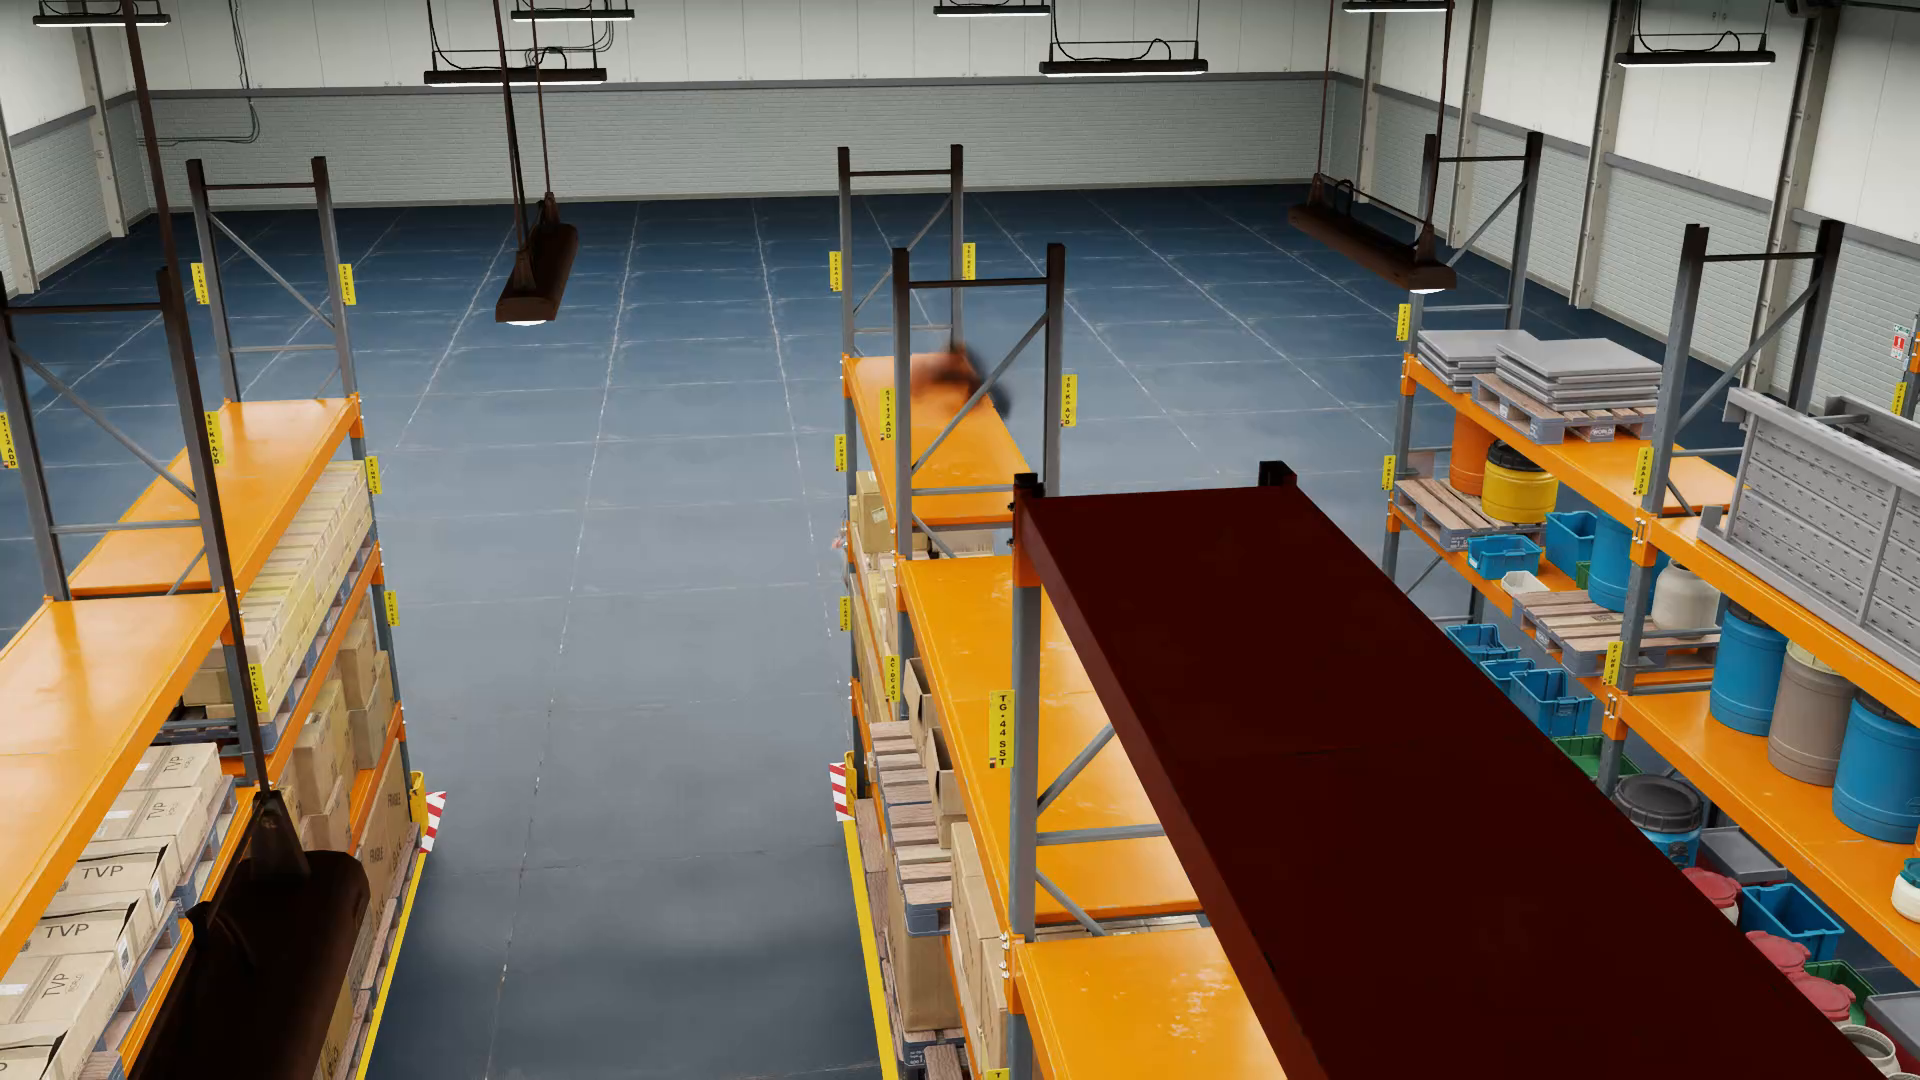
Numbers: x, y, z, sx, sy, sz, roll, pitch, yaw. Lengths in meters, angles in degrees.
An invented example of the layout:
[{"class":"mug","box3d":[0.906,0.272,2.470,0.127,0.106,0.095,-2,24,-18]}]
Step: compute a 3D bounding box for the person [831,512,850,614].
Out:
[{"class":"person","box3d":[-1.104,0.115,19.098,0.722,1.698,0.661,9,23,21]}]
